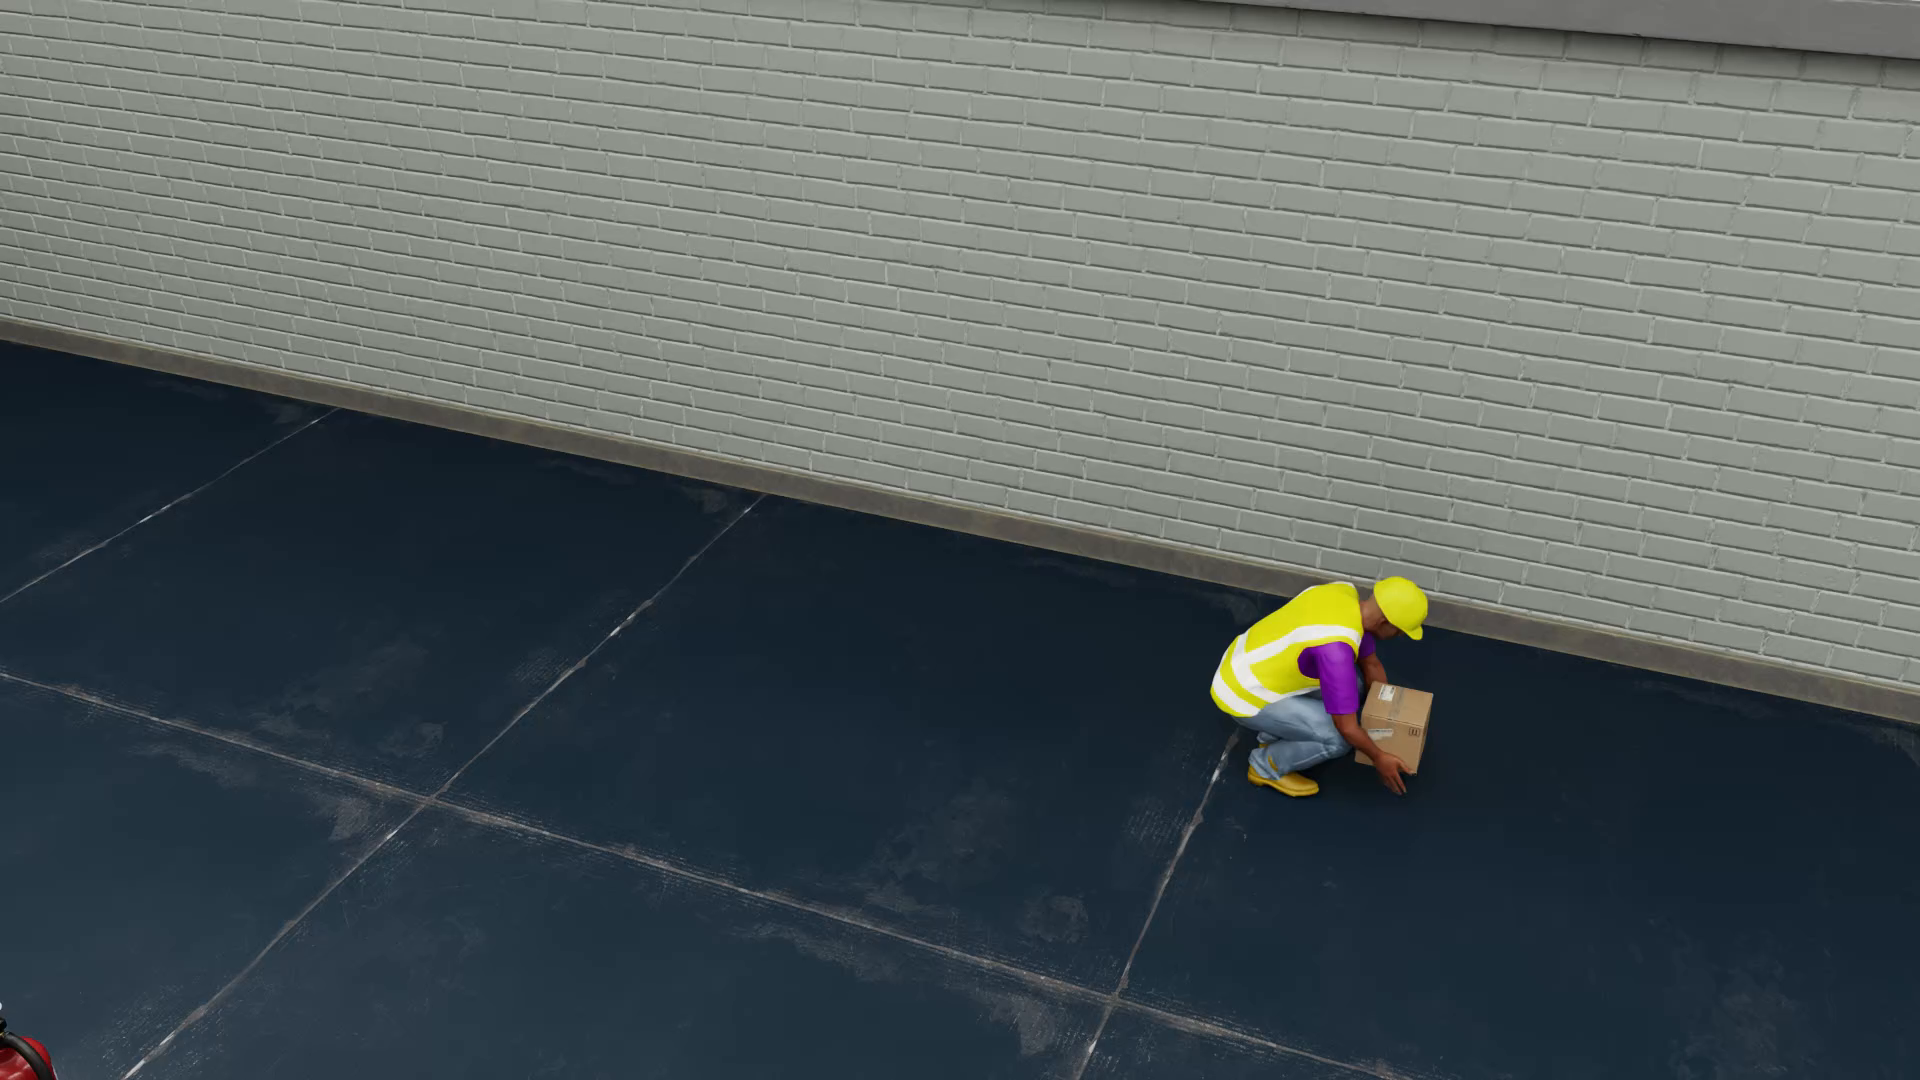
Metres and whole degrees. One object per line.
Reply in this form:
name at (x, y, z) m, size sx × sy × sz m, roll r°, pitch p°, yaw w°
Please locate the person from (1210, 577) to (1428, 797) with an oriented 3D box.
person at (1.499, 0.564, 6.891) m, size 0.870 × 1.003 × 0.582 m, roll 11°, pitch 31°, yaw 19°
